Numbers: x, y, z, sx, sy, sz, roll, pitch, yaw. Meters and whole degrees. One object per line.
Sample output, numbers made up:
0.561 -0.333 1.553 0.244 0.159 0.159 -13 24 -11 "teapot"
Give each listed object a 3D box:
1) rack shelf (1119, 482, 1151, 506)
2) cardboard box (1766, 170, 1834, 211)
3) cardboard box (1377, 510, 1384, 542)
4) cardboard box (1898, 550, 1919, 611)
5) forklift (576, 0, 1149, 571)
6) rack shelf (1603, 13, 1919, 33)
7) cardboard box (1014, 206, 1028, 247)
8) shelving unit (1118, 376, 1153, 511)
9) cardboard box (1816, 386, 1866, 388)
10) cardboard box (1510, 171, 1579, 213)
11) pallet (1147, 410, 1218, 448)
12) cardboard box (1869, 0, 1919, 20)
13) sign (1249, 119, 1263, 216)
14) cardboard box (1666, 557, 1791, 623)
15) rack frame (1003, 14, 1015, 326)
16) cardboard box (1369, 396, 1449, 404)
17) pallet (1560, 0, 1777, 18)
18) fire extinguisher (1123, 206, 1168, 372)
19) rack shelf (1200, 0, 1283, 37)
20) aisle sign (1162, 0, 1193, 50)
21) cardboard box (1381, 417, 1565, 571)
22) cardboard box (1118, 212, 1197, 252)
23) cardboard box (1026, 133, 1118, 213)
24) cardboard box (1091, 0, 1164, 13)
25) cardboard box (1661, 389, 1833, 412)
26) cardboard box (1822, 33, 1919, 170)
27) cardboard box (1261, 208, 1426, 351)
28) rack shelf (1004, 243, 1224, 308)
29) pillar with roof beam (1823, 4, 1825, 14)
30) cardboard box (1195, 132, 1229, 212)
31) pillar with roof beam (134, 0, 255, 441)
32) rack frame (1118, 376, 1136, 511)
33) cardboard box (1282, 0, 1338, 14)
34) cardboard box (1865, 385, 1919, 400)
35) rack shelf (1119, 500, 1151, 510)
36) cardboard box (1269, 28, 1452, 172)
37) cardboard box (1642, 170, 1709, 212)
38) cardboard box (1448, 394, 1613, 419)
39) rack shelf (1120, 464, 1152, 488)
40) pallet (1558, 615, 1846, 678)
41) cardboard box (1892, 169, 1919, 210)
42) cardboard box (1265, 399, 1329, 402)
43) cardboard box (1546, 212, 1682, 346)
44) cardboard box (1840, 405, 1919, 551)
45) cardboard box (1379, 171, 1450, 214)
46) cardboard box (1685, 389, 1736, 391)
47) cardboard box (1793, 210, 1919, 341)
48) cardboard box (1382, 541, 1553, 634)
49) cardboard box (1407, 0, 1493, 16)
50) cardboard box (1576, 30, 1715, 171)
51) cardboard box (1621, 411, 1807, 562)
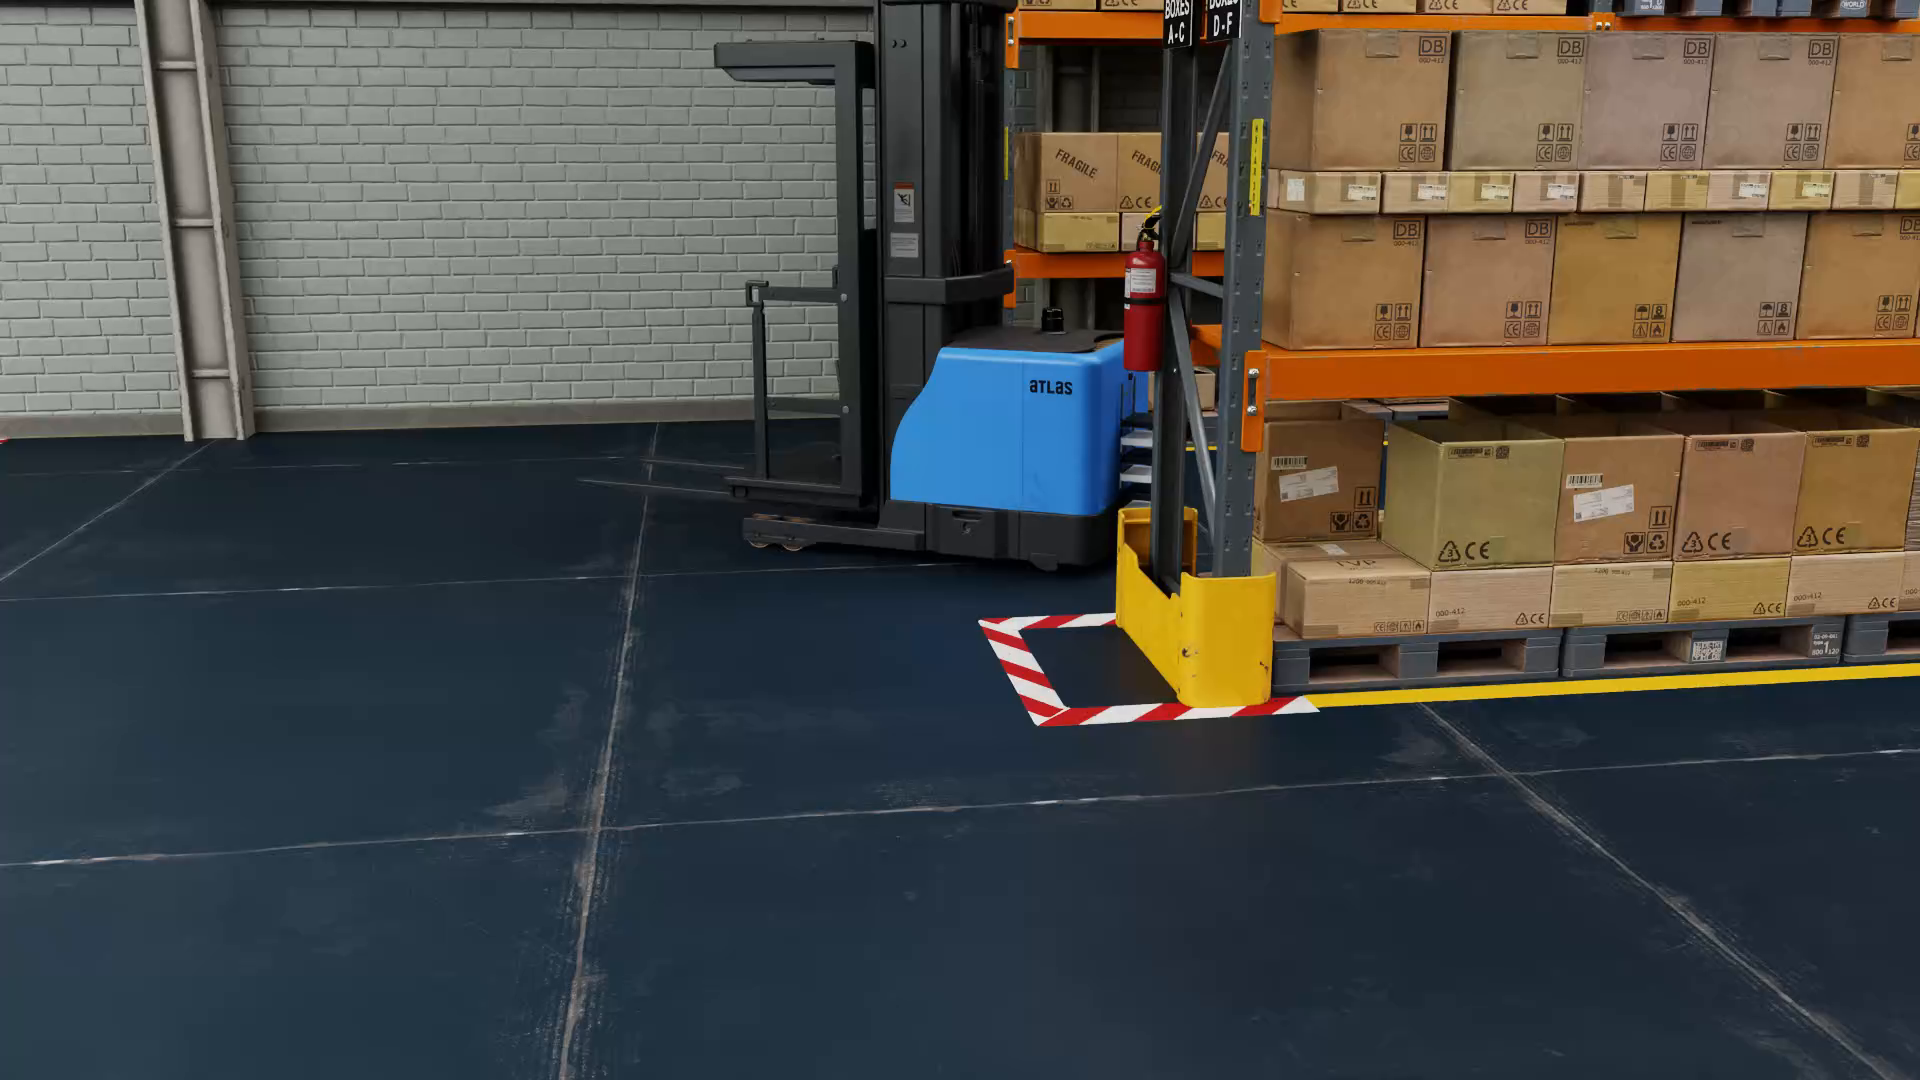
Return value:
0.922 -0.222 8.265 0.200 0.077 0.258 5 15 21 "rack shelf"
3.153 -1.363 6.450 0.250 0.149 0.380 -2 14 -6 "cardboard box"
1.931 0.047 7.159 0.500 0.250 0.500 -2 14 -8 "cardboard box"
3.986 0.098 6.953 0.500 0.250 0.500 -2 14 -8 "cardboard box"
-0.579 -1.477 8.587 3.031 2.935 1.130 5 15 21 "forklift"
6.144 -3.487 11.771 4.000 0.370 1.077 -2 14 -8 "rack shelf"
0.644 -2.164 11.451 0.500 0.250 0.500 -2 14 -7 "cardboard box"
0.922 -0.342 8.235 0.210 0.900 0.258 5 15 21 "shelving unit"
6.403 -1.400 12.372 0.500 0.500 0.700 -2 14 -9 "cardboard box"
2.130 -1.325 6.300 0.250 0.149 0.380 -2 14 -9 "cardboard box"
1.094 -0.834 11.615 1.213 0.211 1.003 -2 14 -8 "pallet"
6.826 -3.943 11.859 0.637 0.503 0.797 0 14 0 "cardboard box"
1.029 -1.296 5.783 0.005 0.325 0.100 -2 14 -8 "sign"
2.999 0.138 6.794 0.500 0.250 0.500 -2 14 -8 "cardboard box"
0.211 -2.163 11.182 0.127 3.000 1.000 -2 14 -8 "rack frame"
3.146 -1.262 11.822 0.500 0.500 0.500 -3 14 -13 "cardboard box"
4.792 -3.669 11.405 1.003 0.211 1.213 -2 14 -8 "pallet"
0.766 -1.042 6.869 0.183 0.674 0.296 -2 14 -8 "fire extinguisher"
2.930 -2.150 6.442 4.000 0.370 1.077 -2 14 -8 "rack shelf"
0.844 -2.301 6.387 0.004 0.787 0.394 -2 14 -8 "aisle sign"
2.010 -0.190 6.561 0.500 0.500 0.500 -2 14 -8 "cardboard box"
1.252 -2.064 11.052 0.500 0.250 0.500 -3 14 -10 "cardboard box"
0.728 -2.409 10.887 0.500 0.500 0.500 -2 14 -8 "cardboard box"
1.115 -3.639 10.654 0.500 0.500 0.500 -1 14 -5 "cardboard box"
3.414 -0.373 7.290 0.500 0.500 0.500 -2 14 -8 "cardboard box"
3.475 -1.740 6.623 0.500 0.500 0.700 -2 14 -8 "cardboard box"
1.416 -1.034 6.474 0.500 0.500 0.700 -2 14 -8 "cardboard box"
2.188 -1.887 11.558 4.000 0.370 1.077 -2 14 -8 "rack shelf"
7.348 -4.489 8.121 0.400 9.000 9.100 -2 14 -8 "pillar with roof beam"
1.730 -2.442 11.017 0.500 0.500 0.500 -3 14 -10 "cardboard box"
-4.518 -4.054 6.387 0.400 9.000 9.100 -2 14 -8 "pillar with roof beam"
0.828 -0.351 8.271 0.006 0.900 0.240 5 15 21 "rack frame"
2.154 -3.684 10.831 0.500 0.500 0.500 -1 14 -5 "cardboard box"
4.403 -0.409 7.434 0.500 0.500 0.500 -2 14 -8 "cardboard box"
0.922 -0.135 8.287 0.200 0.077 0.258 5 15 21 "rack shelf"
1.468 -1.665 6.324 0.500 0.500 0.700 -2 14 -8 "cardboard box"
2.646 -1.345 6.378 0.250 0.149 0.380 -2 14 -9 "cardboard box"
2.425 -0.336 7.144 0.500 0.500 0.500 -2 14 -8 "cardboard box"
0.922 -0.309 8.243 0.200 0.077 0.258 5 15 21 "rack shelf"
2.906 0.299 7.094 1.213 0.211 1.003 -2 14 -8 "pallet"
3.664 -1.382 6.528 0.250 0.149 0.380 -2 14 -9 "cardboard box"
2.205 -1.203 11.586 0.500 0.500 0.700 -3 14 -12 "cardboard box"
2.426 -1.071 6.621 0.500 0.500 0.700 -2 14 -8 "cardboard box"
3.986 -0.266 6.863 0.500 0.500 0.500 -2 14 -8 "cardboard box"
1.633 -1.308 6.231 0.250 0.149 0.380 -2 14 -10 "cardboard box"
5.395 -1.371 12.255 0.500 0.500 0.700 -2 14 -9 "cardboard box"
3.453 -1.110 6.775 0.500 0.500 0.700 -2 14 -7 "cardboard box"
2.010 0.173 6.654 0.500 0.250 0.500 -2 14 -8 "cardboard box"
3.202 -3.728 11.009 0.500 0.500 0.500 -3 14 -13 "cardboard box"
2.486 -1.704 6.479 0.500 0.500 0.700 -2 14 -8 "cardboard box"
2.999 -0.225 6.701 0.500 0.500 0.500 -2 14 -8 "cardboard box"
